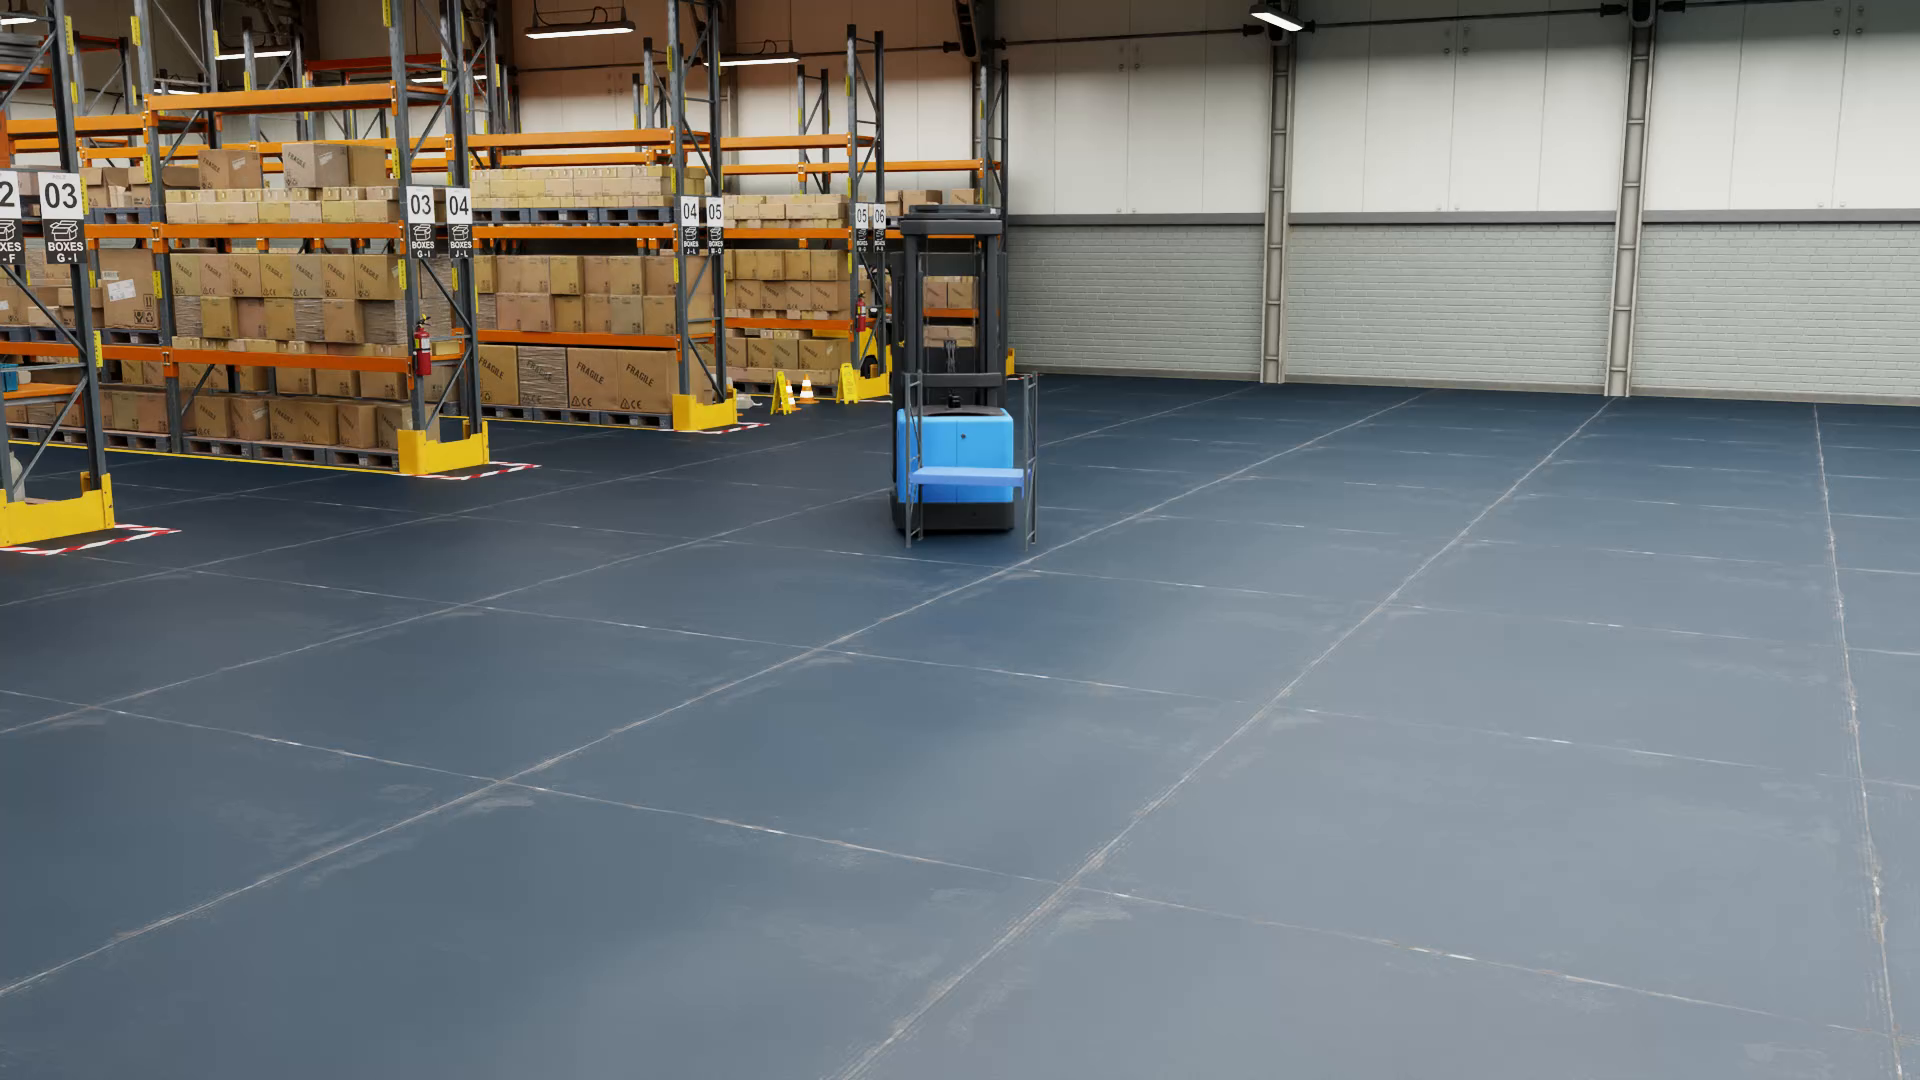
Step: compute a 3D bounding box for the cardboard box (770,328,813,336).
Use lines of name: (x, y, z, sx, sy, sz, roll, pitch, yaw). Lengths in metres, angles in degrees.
cardboard box: (-3.403, -4.075, 34.313, 0.625, 0.625, 0.875, 6, 12, 28)

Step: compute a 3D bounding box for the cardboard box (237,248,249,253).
cardboard box: (-14.316, -5.810, 33.498, 0.250, 0.149, 0.380, 5, 11, 24)

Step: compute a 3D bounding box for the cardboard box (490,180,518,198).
cardboard box: (-6.455, -5.088, 24.123, 0.500, 0.250, 0.500, 5, 11, 25)

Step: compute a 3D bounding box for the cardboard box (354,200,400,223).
cardboard box: (-6.466, -3.706, 18.785, 0.500, 0.250, 0.500, 5, 12, 27)

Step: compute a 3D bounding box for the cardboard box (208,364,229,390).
cardboard box: (-11.980, -2.750, 27.340, 0.500, 0.500, 0.500, 6, 12, 28)

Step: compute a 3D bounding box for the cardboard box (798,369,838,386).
cardboard box: (-2.401, -2.766, 28.131, 0.500, 0.250, 0.500, 5, 11, 26)

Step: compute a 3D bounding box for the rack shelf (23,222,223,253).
rack shelf: (-11.301, -3.902, 21.463, 4.000, 0.370, 1.077, 5, 11, 26)

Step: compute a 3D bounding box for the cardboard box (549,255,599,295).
cardboard box: (-5.460, -3.847, 24.110, 0.500, 0.550, 0.875, 5, 11, 26)

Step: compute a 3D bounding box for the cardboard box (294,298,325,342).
cardboard box: (-7.333, -2.617, 19.649, 0.500, 0.500, 0.875, 5, 11, 26)

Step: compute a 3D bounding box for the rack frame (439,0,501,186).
rack frame: (-7.223, -6.358, 24.594, 0.127, 3.000, 1.000, 5, 11, 26)

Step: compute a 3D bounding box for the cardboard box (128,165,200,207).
cardboard box: (-9.886, -4.408, 20.773, 0.637, 0.503, 0.797, 4, 11, 23)

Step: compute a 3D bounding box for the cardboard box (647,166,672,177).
cardboard box: (-4.088, -5.064, 22.871, 0.250, 0.149, 0.380, 5, 11, 26)

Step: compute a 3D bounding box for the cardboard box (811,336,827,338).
cardboard box: (-2.629, -3.262, 28.768, 0.500, 0.500, 0.500, 5, 11, 24)

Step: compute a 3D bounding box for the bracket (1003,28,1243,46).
bracket: (2.972, -9.311, 30.801, 4.783, 0.066, 0.076, 5, 11, 26)

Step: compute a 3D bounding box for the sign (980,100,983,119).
sign: (0.404, -8.048, 31.083, 0.005, 0.325, 0.100, 5, 11, 26)

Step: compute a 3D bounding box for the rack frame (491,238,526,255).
rack frame: (-10.104, -5.628, 37.405, 0.127, 3.000, 1.000, 5, 11, 26)

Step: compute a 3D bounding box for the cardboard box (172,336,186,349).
cardboard box: (-9.448, -2.433, 20.458, 0.250, 0.149, 0.380, 5, 11, 26)

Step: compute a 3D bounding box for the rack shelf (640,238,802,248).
rack shelf: (-4.724, -6.277, 34.590, 4.000, 0.370, 1.077, 5, 11, 26)

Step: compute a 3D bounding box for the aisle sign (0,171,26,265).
aisle sign: (-8.179, -2.742, 14.158, 0.004, 0.787, 0.394, 5, 11, 26)

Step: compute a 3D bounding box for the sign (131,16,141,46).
sign: (-9.748, -6.023, 19.671, 0.005, 0.325, 0.100, 5, 11, 26)

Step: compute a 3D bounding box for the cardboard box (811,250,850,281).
cardboard box: (-2.091, -4.582, 27.704, 0.500, 0.500, 0.700, 5, 11, 24)

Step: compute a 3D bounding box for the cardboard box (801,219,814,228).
cardboard box: (-2.441, -5.266, 27.687, 0.250, 0.149, 0.380, 5, 12, 28)

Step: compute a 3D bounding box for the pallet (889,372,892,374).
pallet: (-1.137, -3.460, 33.257, 1.213, 0.211, 1.003, 5, 11, 26)

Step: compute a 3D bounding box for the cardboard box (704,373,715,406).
cardboard box: (-4.231, -2.395, 26.551, 0.637, 0.503, 0.797, -2, 11, -14)

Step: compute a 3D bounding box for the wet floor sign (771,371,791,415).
wet floor sign: (-2.733, -2.246, 25.331, 0.232, 0.644, 0.267, 3, 11, 16)

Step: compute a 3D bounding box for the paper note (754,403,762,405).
paper note: (-3.264, -2.185, 26.718, 0.142, 0.019, 0.148, 1, 10, 6)

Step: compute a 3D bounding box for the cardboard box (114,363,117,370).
cardboard box: (-14.847, -3.072, 29.272, 0.250, 0.149, 0.380, 5, 11, 26)

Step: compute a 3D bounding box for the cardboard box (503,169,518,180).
cardboard box: (-6.363, -5.264, 23.976, 0.250, 0.149, 0.380, 5, 11, 25)

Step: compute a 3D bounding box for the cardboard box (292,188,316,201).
cardboard box: (-7.471, -3.981, 19.183, 0.250, 0.149, 0.380, 4, 11, 23)

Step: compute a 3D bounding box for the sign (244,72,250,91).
sign: (-11.041, -7.085, 25.762, 0.005, 0.325, 0.100, 5, 11, 26)

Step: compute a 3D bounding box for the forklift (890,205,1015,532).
forklift: (-0.121, -1.735, 16.086, 1.130, 2.935, 3.031, -1, 10, -4)

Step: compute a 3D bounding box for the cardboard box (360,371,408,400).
cardboard box: (-8.683, -2.617, 25.905, 0.750, 0.750, 1.050, 5, 11, 26)

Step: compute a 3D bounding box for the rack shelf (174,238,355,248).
rack shelf: (-14.091, -6.115, 33.691, 4.000, 0.370, 1.077, 5, 11, 26)

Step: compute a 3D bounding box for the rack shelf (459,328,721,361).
rack shelf: (-5.429, -2.895, 24.321, 4.000, 0.370, 1.077, 5, 11, 26)

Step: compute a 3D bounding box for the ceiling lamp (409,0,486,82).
ceiling lamp: (-10.325, -11.035, 34.046, 2.000, 3.185, 0.800, 5, 11, 26)

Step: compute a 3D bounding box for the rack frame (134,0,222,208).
rack frame: (-9.508, -5.574, 20.261, 0.127, 3.000, 1.000, 5, 11, 26)

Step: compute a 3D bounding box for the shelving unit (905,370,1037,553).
shelving unit: (0.100, -0.686, 14.311, 1.048, 1.500, 0.538, 2, 10, 11)

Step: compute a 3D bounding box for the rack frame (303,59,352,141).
rack frame: (-12.297, -7.787, 32.489, 0.127, 3.000, 1.000, 5, 11, 26)

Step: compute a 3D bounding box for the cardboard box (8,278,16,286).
cardboard box: (-16.319, -4.350, 29.226, 0.500, 0.500, 0.500, 5, 11, 24)

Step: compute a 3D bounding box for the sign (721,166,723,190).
sign: (-3.385, -5.124, 23.521, 0.005, 0.325, 0.100, 5, 11, 26)

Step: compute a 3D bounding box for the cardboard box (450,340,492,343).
cardboard box: (-9.293, -3.749, 31.807, 0.875, 0.875, 0.875, 5, 11, 25)

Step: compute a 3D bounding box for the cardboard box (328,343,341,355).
cardboard box: (-7.162, -2.252, 19.458, 0.250, 0.149, 0.380, 5, 11, 26)

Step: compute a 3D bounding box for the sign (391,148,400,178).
sign: (-6.184, -4.131, 18.226, 0.005, 0.325, 0.100, 5, 11, 26)

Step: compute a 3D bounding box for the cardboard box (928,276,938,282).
cardboard box: (-0.443, -5.100, 32.387, 0.250, 0.149, 0.380, 5, 11, 25)

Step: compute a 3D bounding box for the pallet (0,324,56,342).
pallet: (-12.409, -2.804, 22.337, 1.003, 0.211, 1.213, 5, 11, 26)

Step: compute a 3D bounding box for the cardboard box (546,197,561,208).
cardboard box: (-5.683, -4.812, 23.716, 0.250, 0.149, 0.380, 5, 11, 27)

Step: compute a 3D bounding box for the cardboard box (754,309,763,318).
cardboard box: (-3.328, -3.885, 28.478, 0.250, 0.149, 0.380, 5, 11, 26)

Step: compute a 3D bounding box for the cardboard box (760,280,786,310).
cardboard box: (-3.039, -4.164, 28.199, 0.500, 0.500, 0.500, 5, 11, 26)

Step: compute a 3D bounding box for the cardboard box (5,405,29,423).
cardboard box: (-12.485, -1.874, 22.446, 0.500, 0.500, 0.700, 4, 11, 23)

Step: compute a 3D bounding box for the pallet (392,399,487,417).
pallet: (-7.948, -2.083, 25.646, 1.213, 0.211, 1.003, 5, 11, 26)

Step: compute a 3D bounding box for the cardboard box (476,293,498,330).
cardboard box: (-6.887, -3.453, 24.964, 0.550, 0.550, 0.875, 5, 11, 26)

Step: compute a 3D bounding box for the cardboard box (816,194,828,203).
cardboard box: (-2.184, -5.640, 27.516, 0.250, 0.149, 0.380, 5, 12, 27)

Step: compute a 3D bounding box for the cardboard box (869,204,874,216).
cardboard box: (-1.733, -6.498, 32.706, 0.258, 0.266, 0.396, 5, 11, 24)
